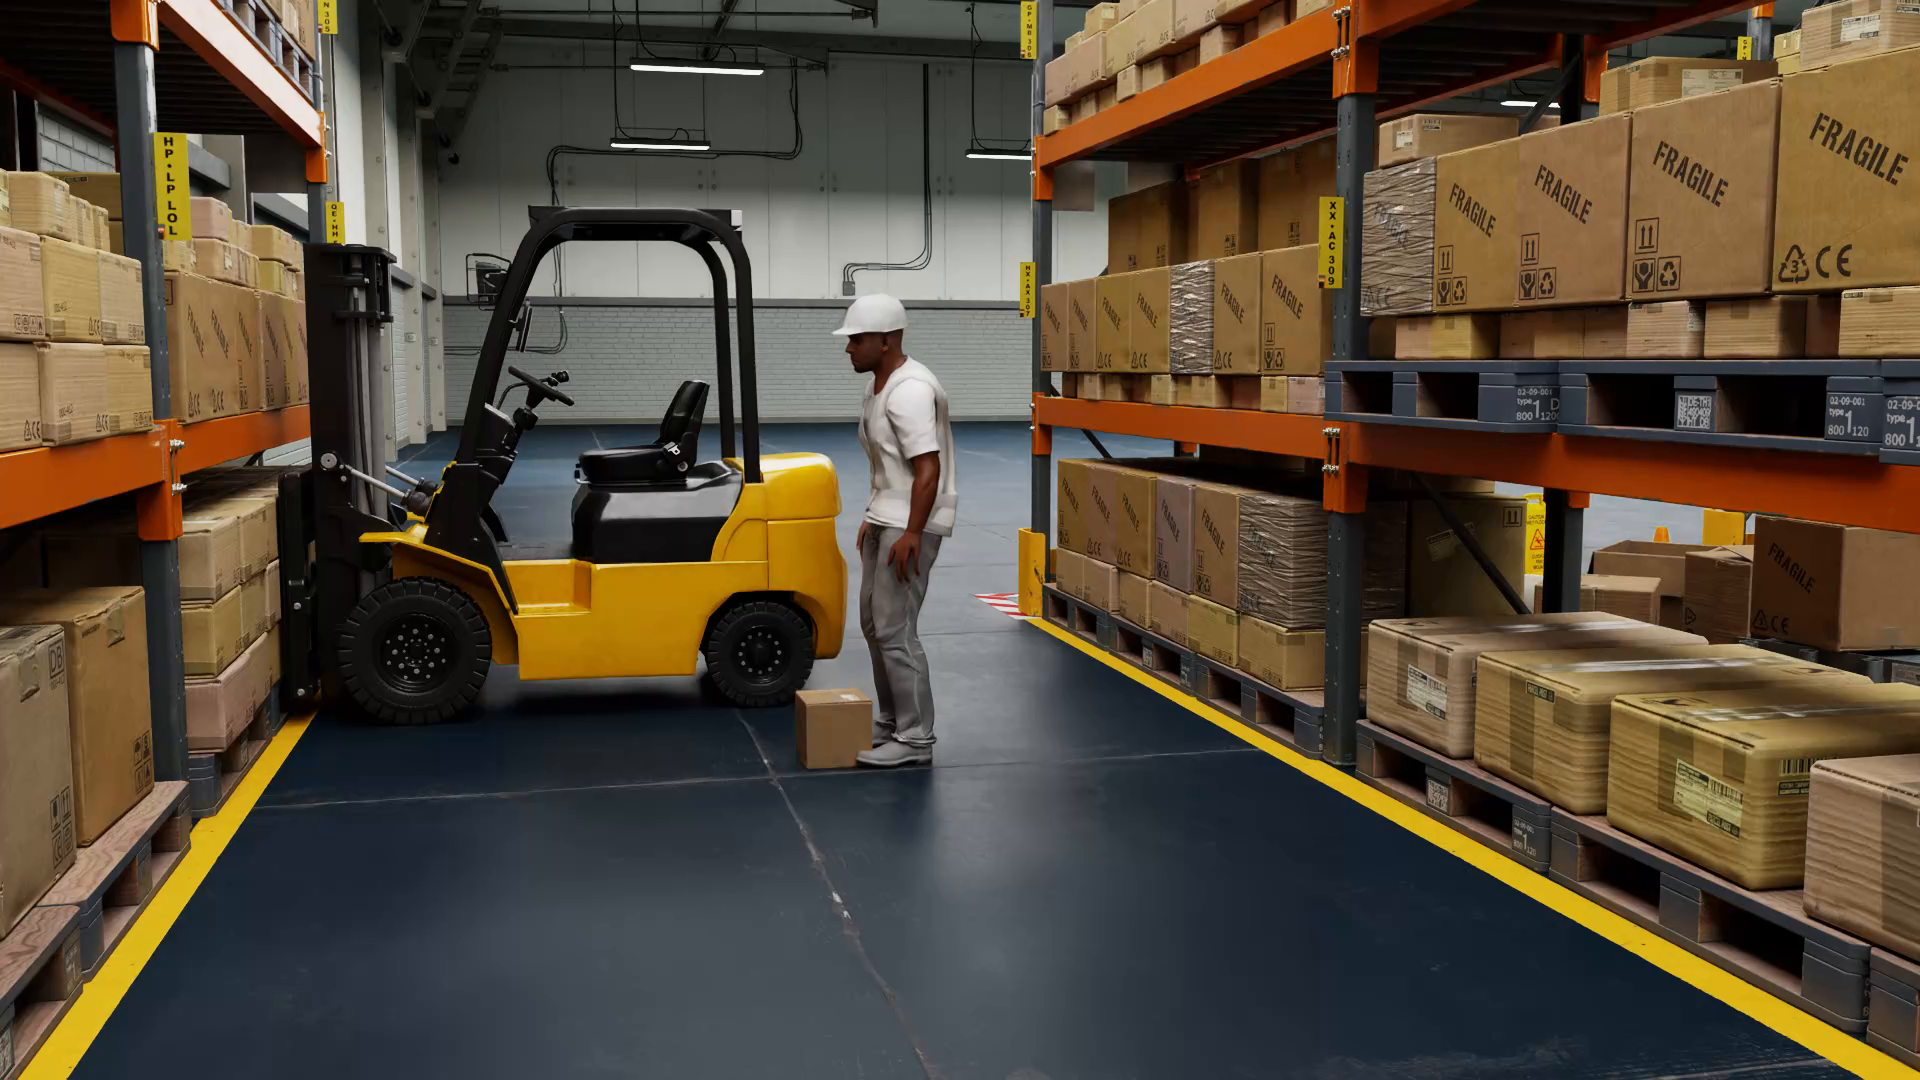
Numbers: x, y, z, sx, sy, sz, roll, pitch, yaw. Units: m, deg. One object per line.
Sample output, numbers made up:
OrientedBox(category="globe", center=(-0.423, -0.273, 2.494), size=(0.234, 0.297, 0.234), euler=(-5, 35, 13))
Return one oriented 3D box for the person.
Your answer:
OrientedBox(category="person", center=(-0.255, -0.043, 6.284), size=(0.461, 1.759, 0.621), euler=(-2, 6, -16))
